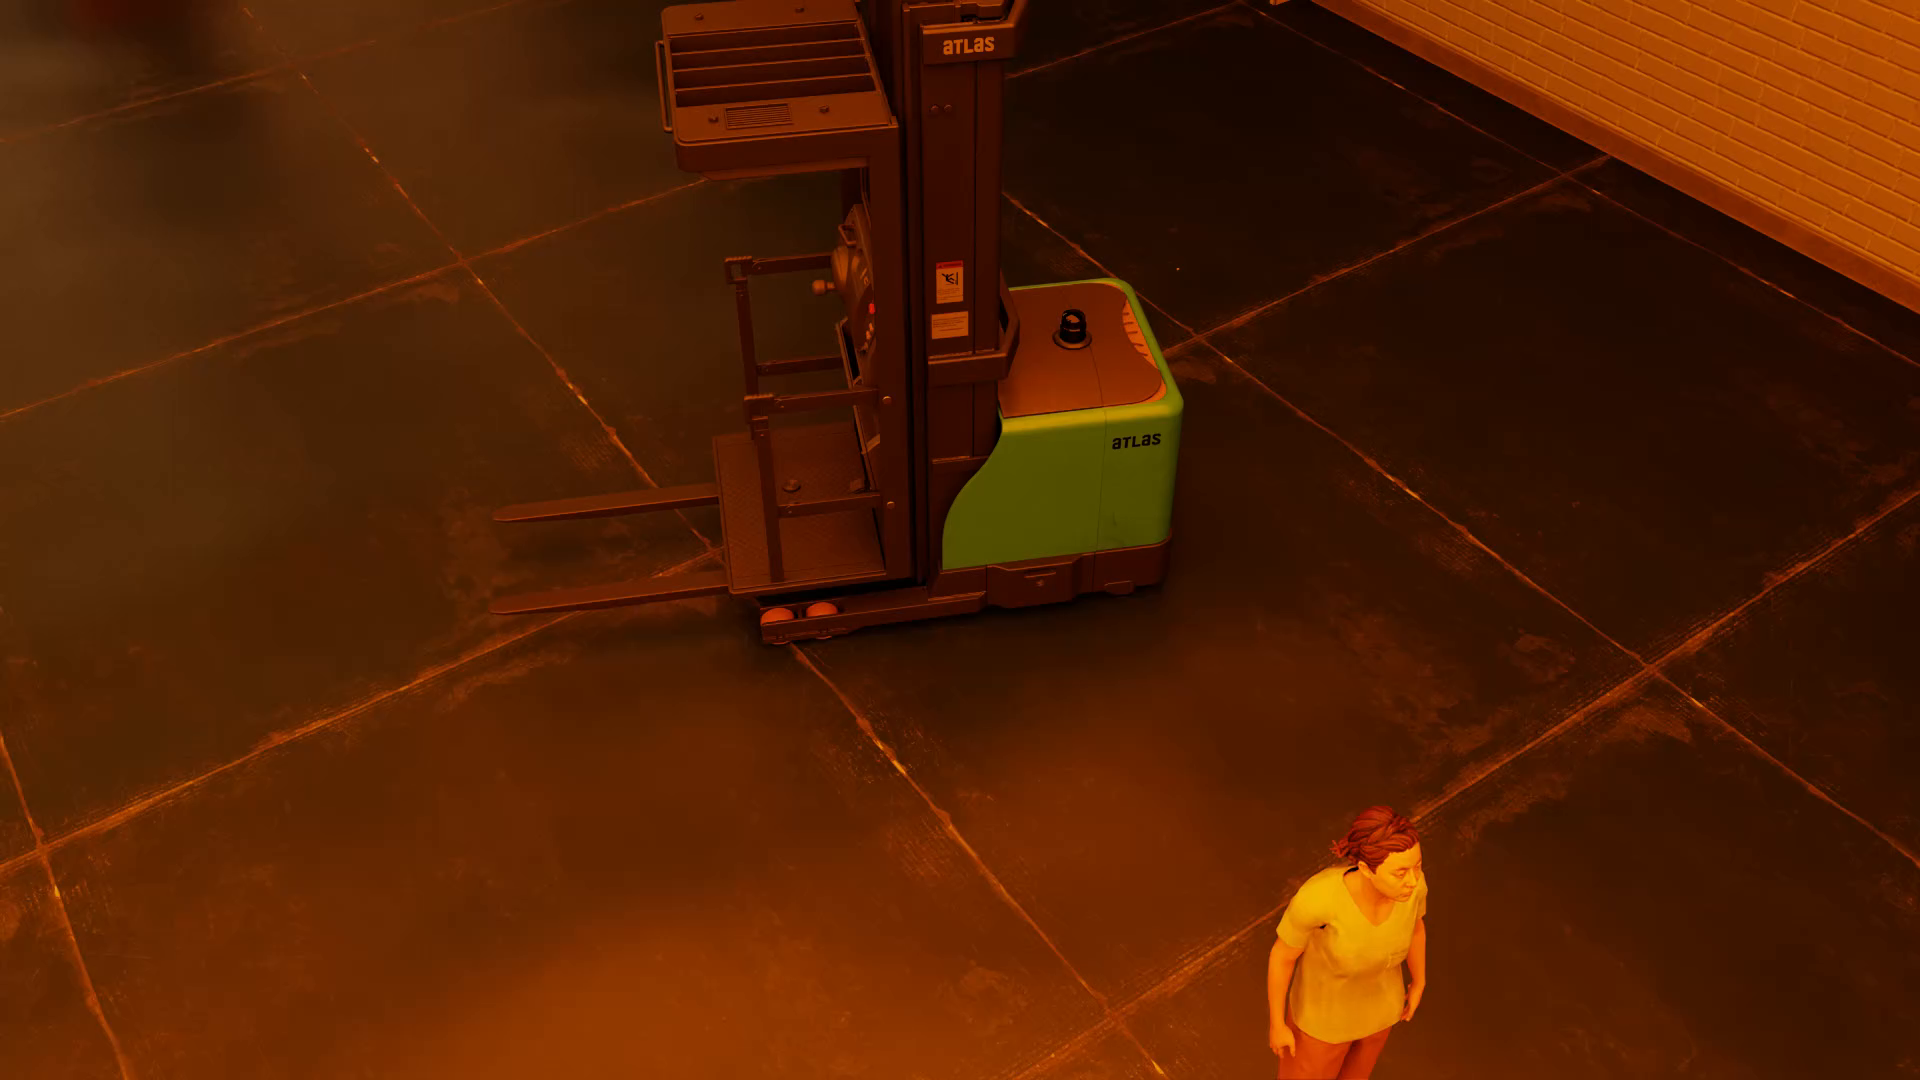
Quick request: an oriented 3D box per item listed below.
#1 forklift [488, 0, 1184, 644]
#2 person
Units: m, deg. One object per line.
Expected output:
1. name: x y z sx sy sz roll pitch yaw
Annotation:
1. forklift: -0.612 -1.004 6.804 3.031 2.935 1.130 -7 43 -7
2. person: 1.188 1.475 5.030 0.554 1.676 0.550 -14 44 -14
